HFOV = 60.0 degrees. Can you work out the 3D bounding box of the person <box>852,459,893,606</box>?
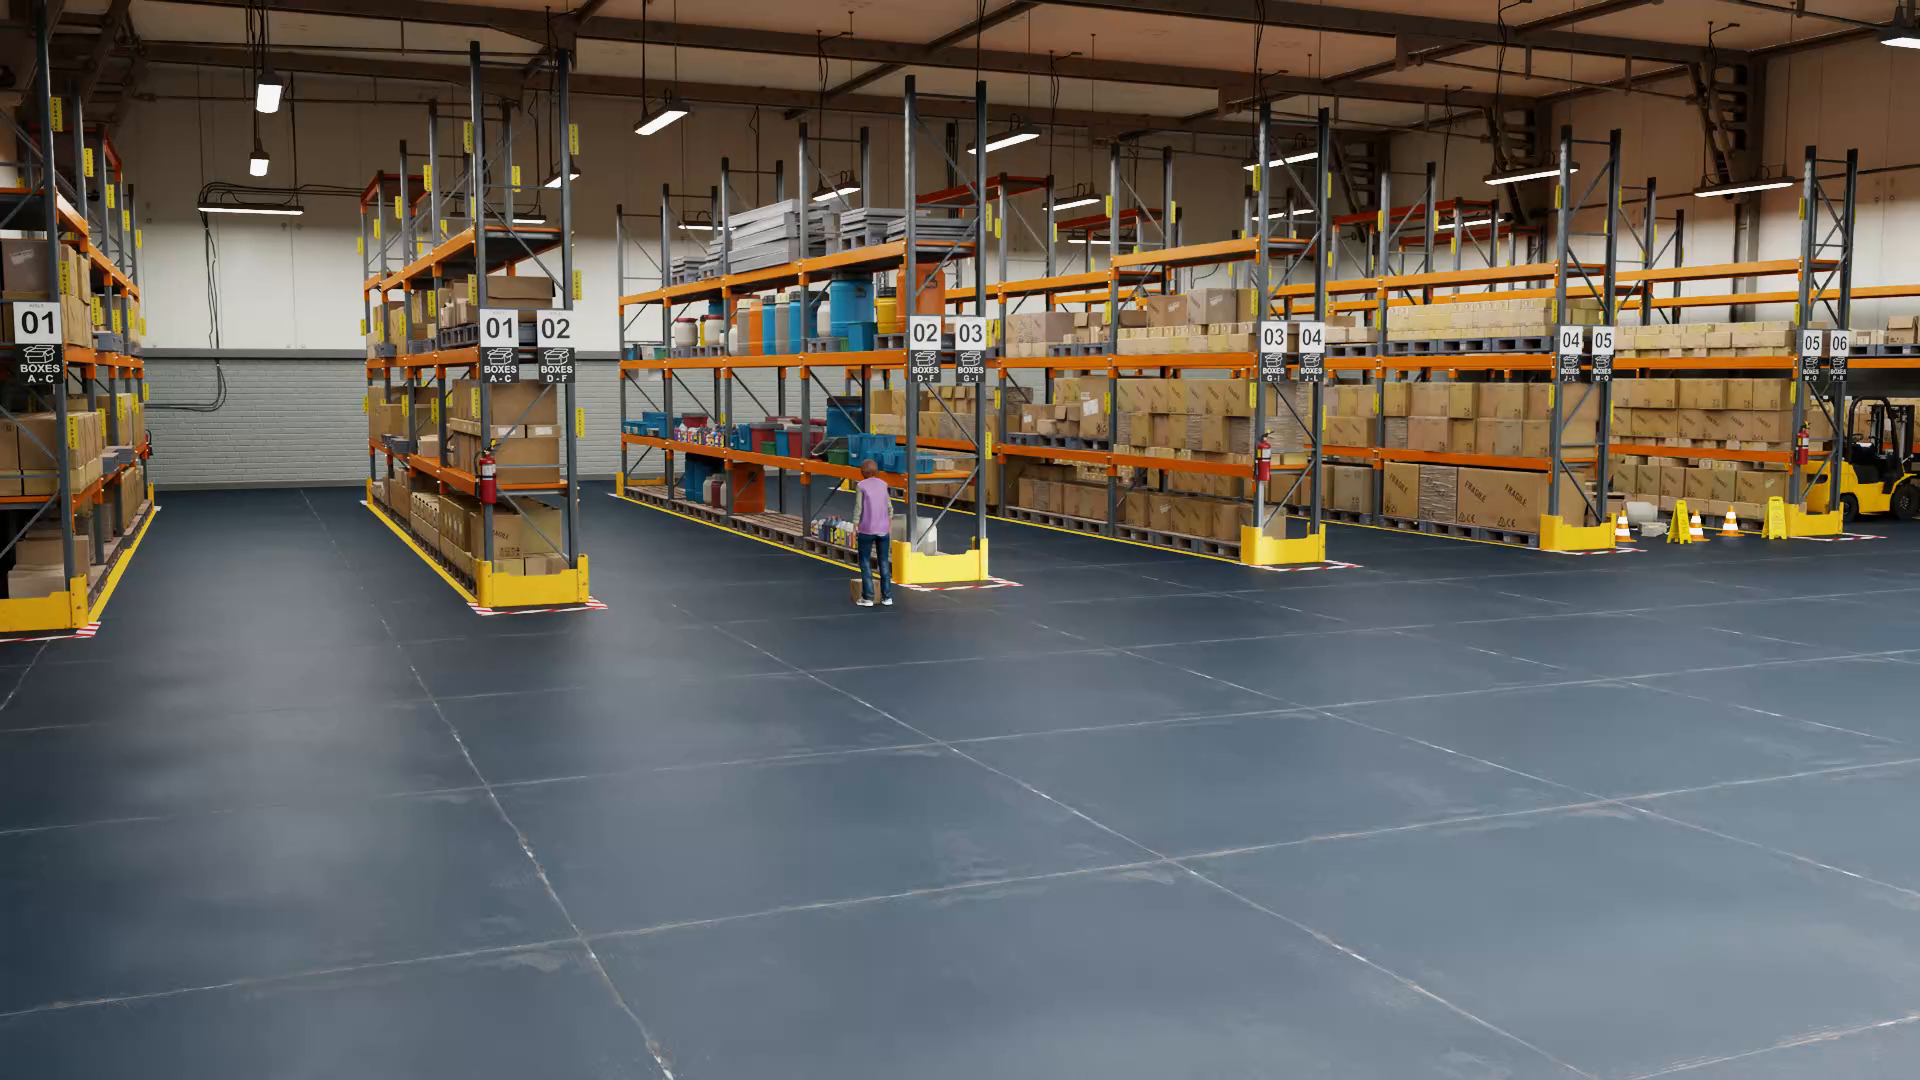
[{"bbox_3d":[-0.944,-0.080,18.038,0.474,1.592,0.349,-3,6,-25],"label":"person"}]
